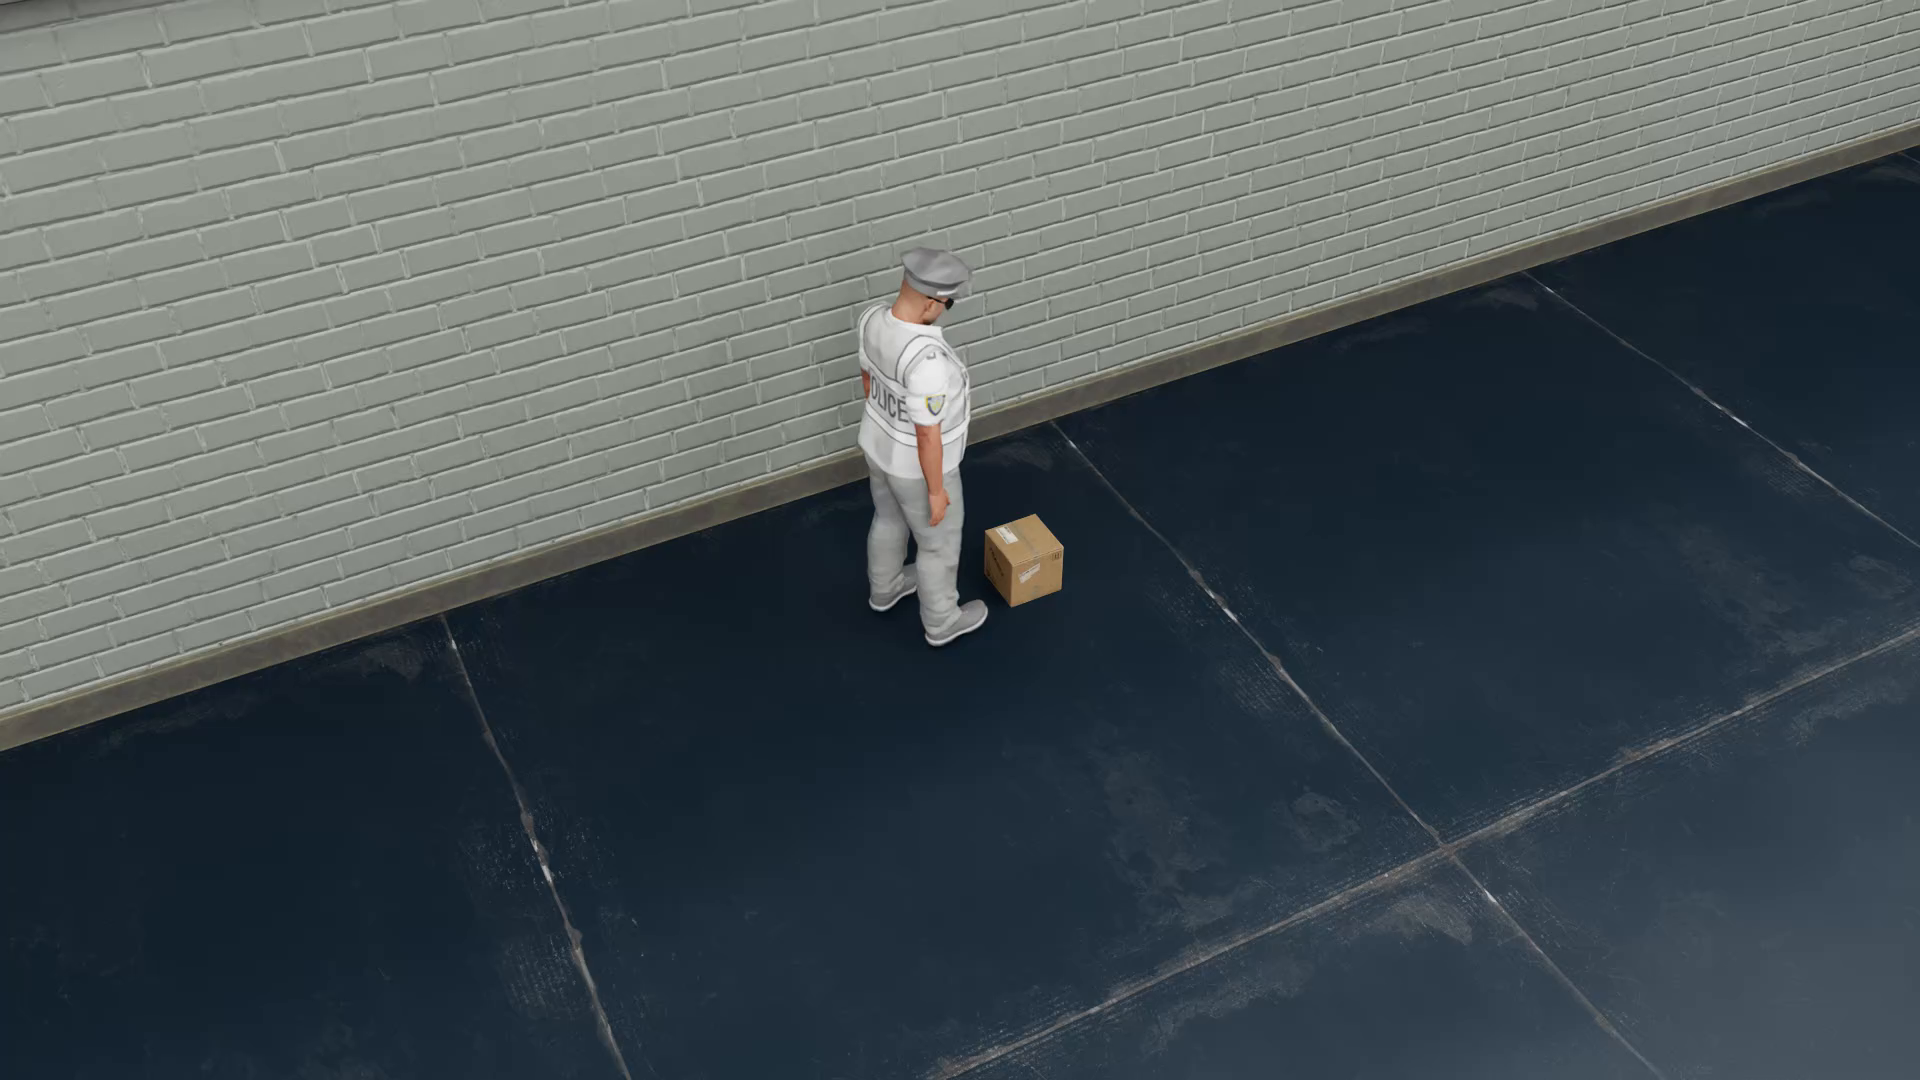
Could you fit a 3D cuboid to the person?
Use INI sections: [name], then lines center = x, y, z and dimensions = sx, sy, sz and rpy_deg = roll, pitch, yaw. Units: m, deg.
[person]
center = -0.152, -0.348, 6.535
dimensions = 0.453, 1.732, 0.560
rpy_deg = -23, 46, -24
